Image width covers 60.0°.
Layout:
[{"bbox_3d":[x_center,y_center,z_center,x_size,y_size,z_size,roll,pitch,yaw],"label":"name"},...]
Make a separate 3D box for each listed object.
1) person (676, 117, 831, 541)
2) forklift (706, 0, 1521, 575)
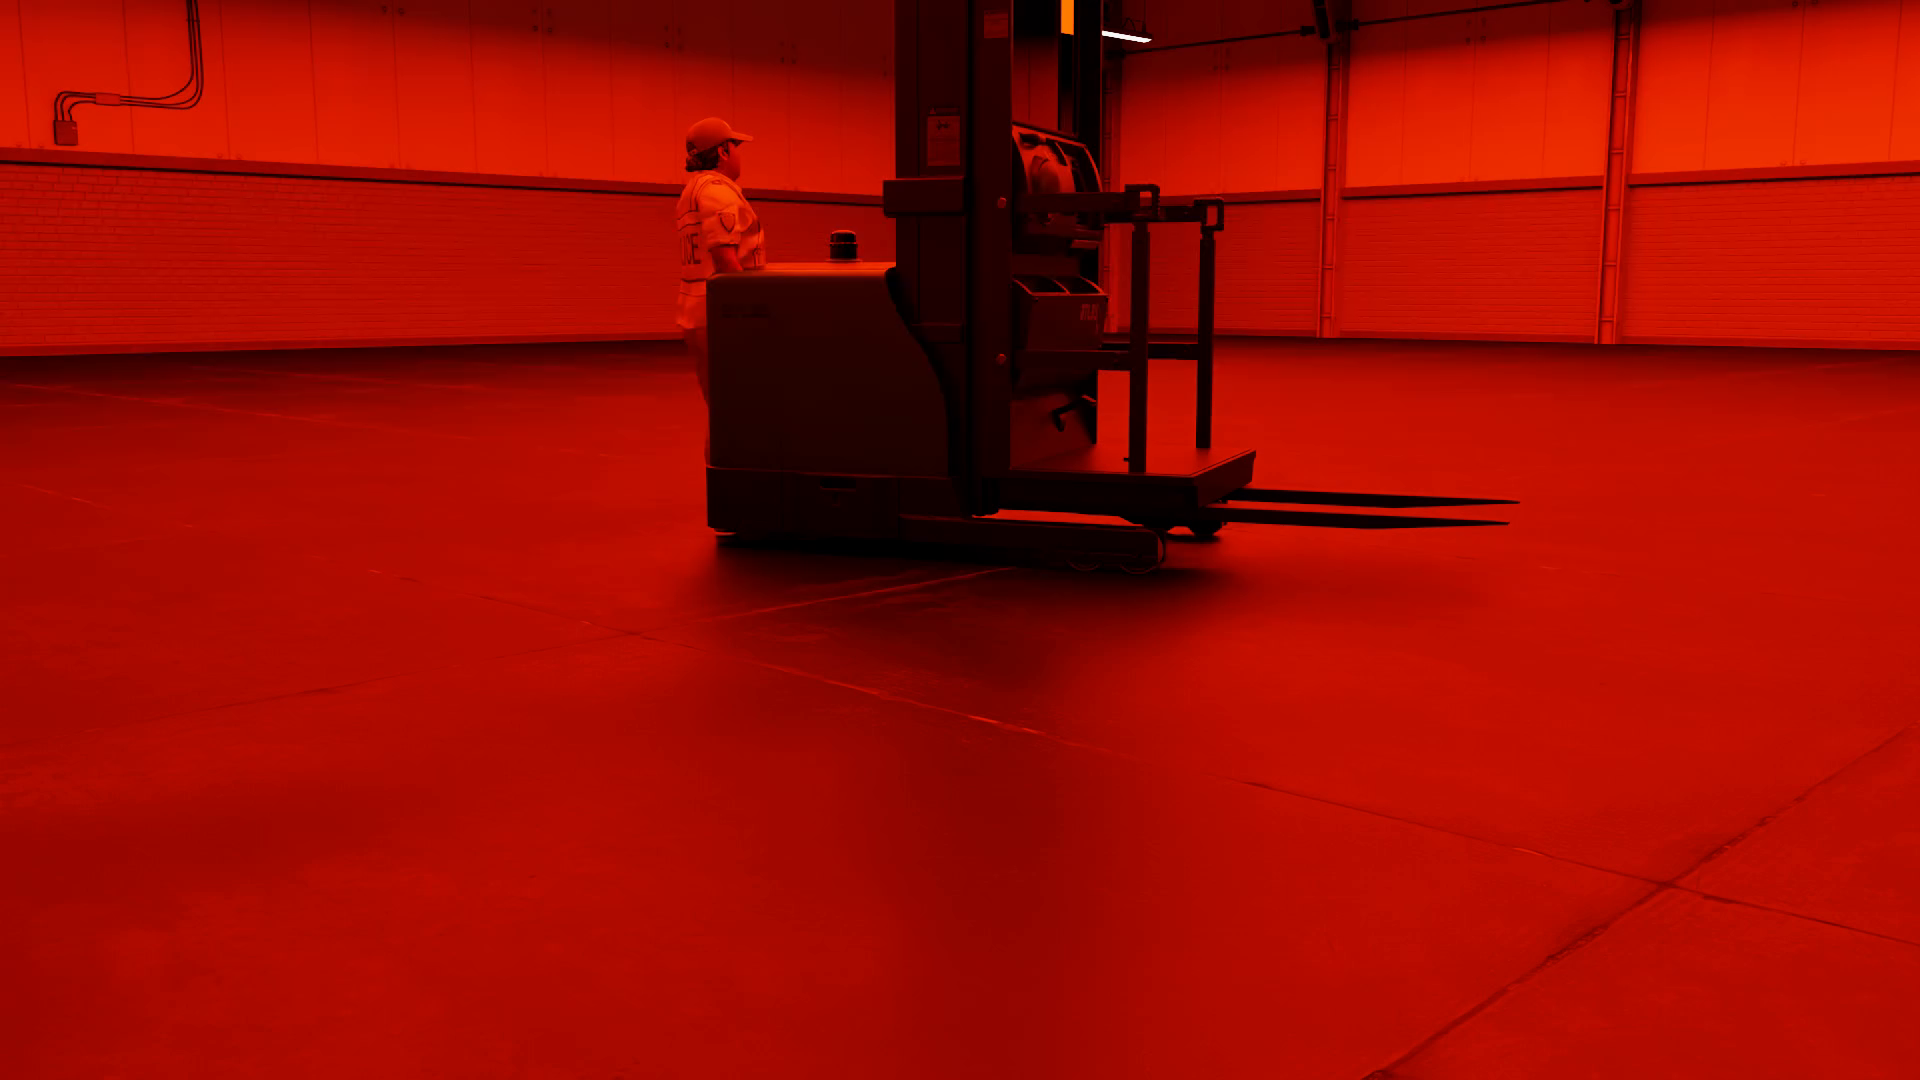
[{"bbox_3d":[-0.855,-0.849,6.712,0.529,1.669,0.599,-4,9,-25],"label":"person"},{"bbox_3d":[0.565,-1.416,6.275,3.031,2.935,1.130,3,9,22],"label":"forklift"}]
